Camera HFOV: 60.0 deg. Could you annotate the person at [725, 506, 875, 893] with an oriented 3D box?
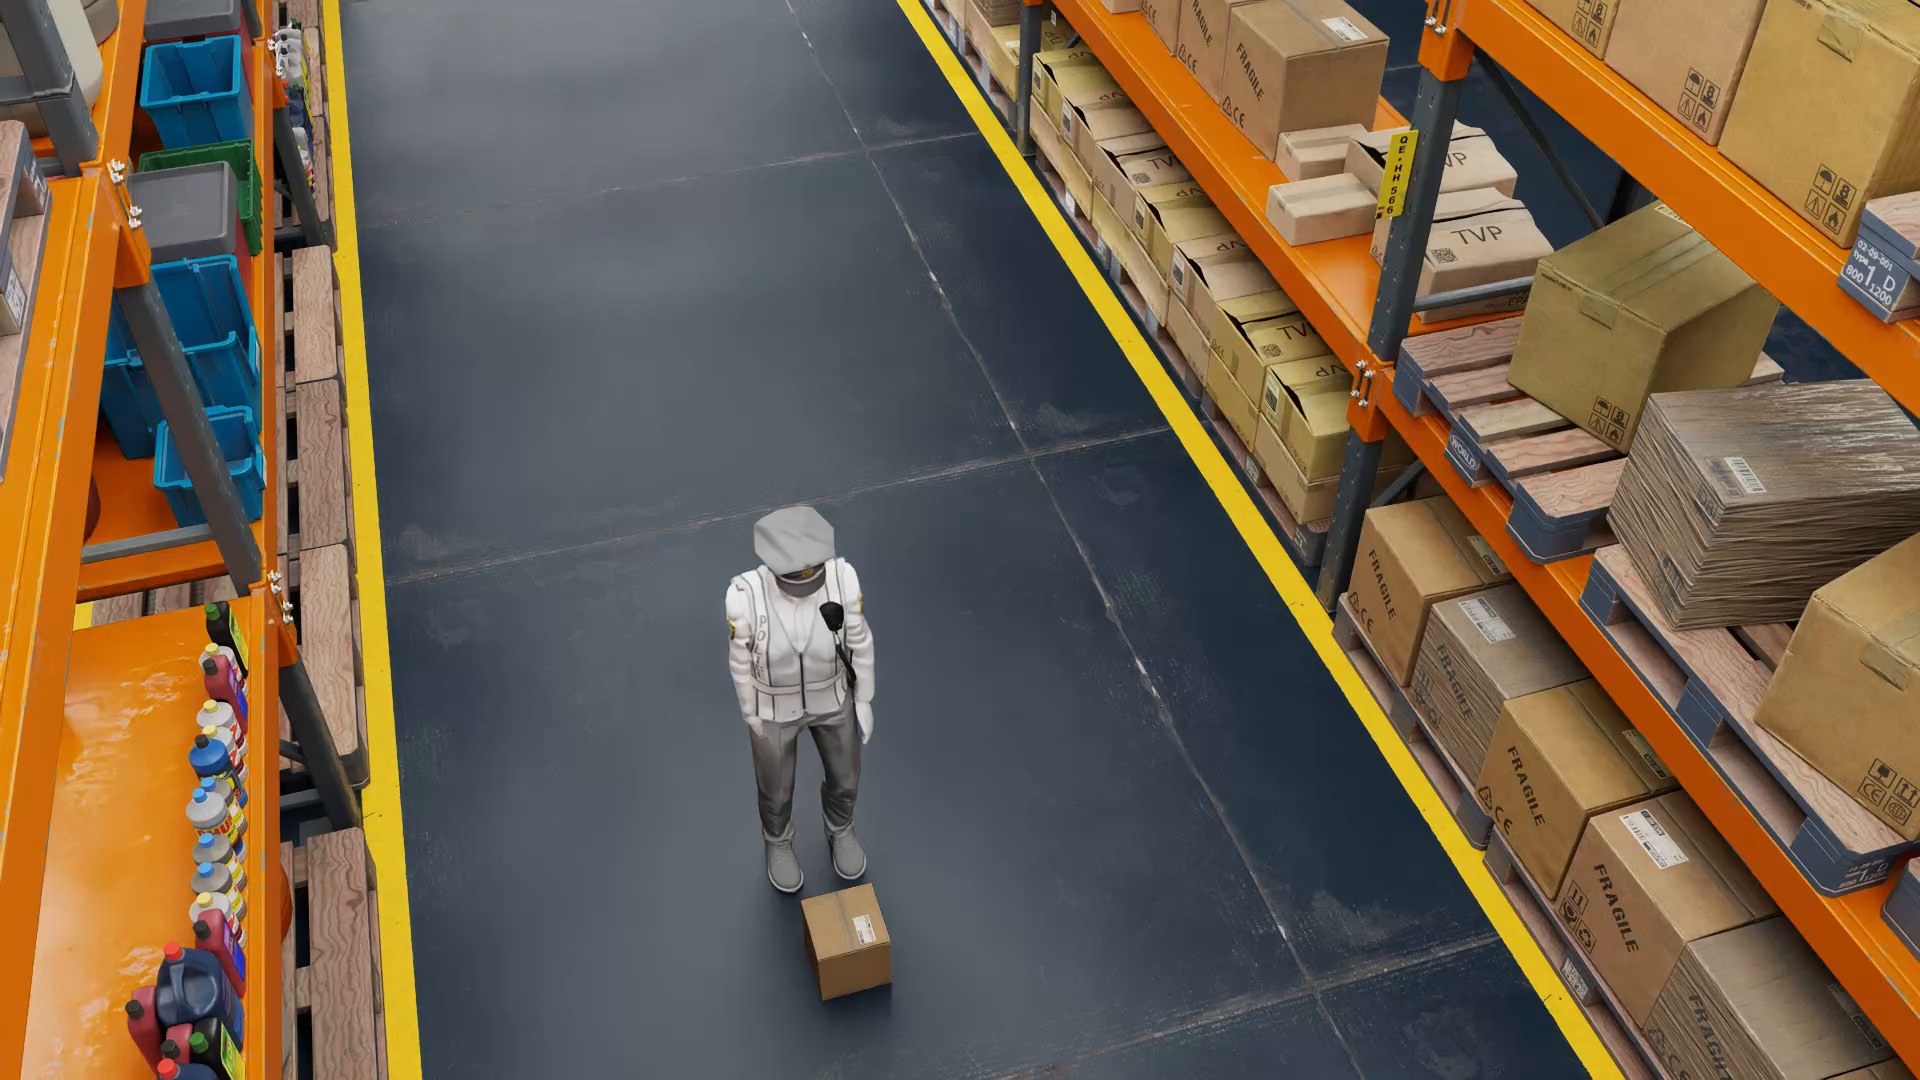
[{"bbox_3d":[-0.512,0.551,5.573,0.479,1.659,0.352,-11,44,-12],"label":"person"}]
